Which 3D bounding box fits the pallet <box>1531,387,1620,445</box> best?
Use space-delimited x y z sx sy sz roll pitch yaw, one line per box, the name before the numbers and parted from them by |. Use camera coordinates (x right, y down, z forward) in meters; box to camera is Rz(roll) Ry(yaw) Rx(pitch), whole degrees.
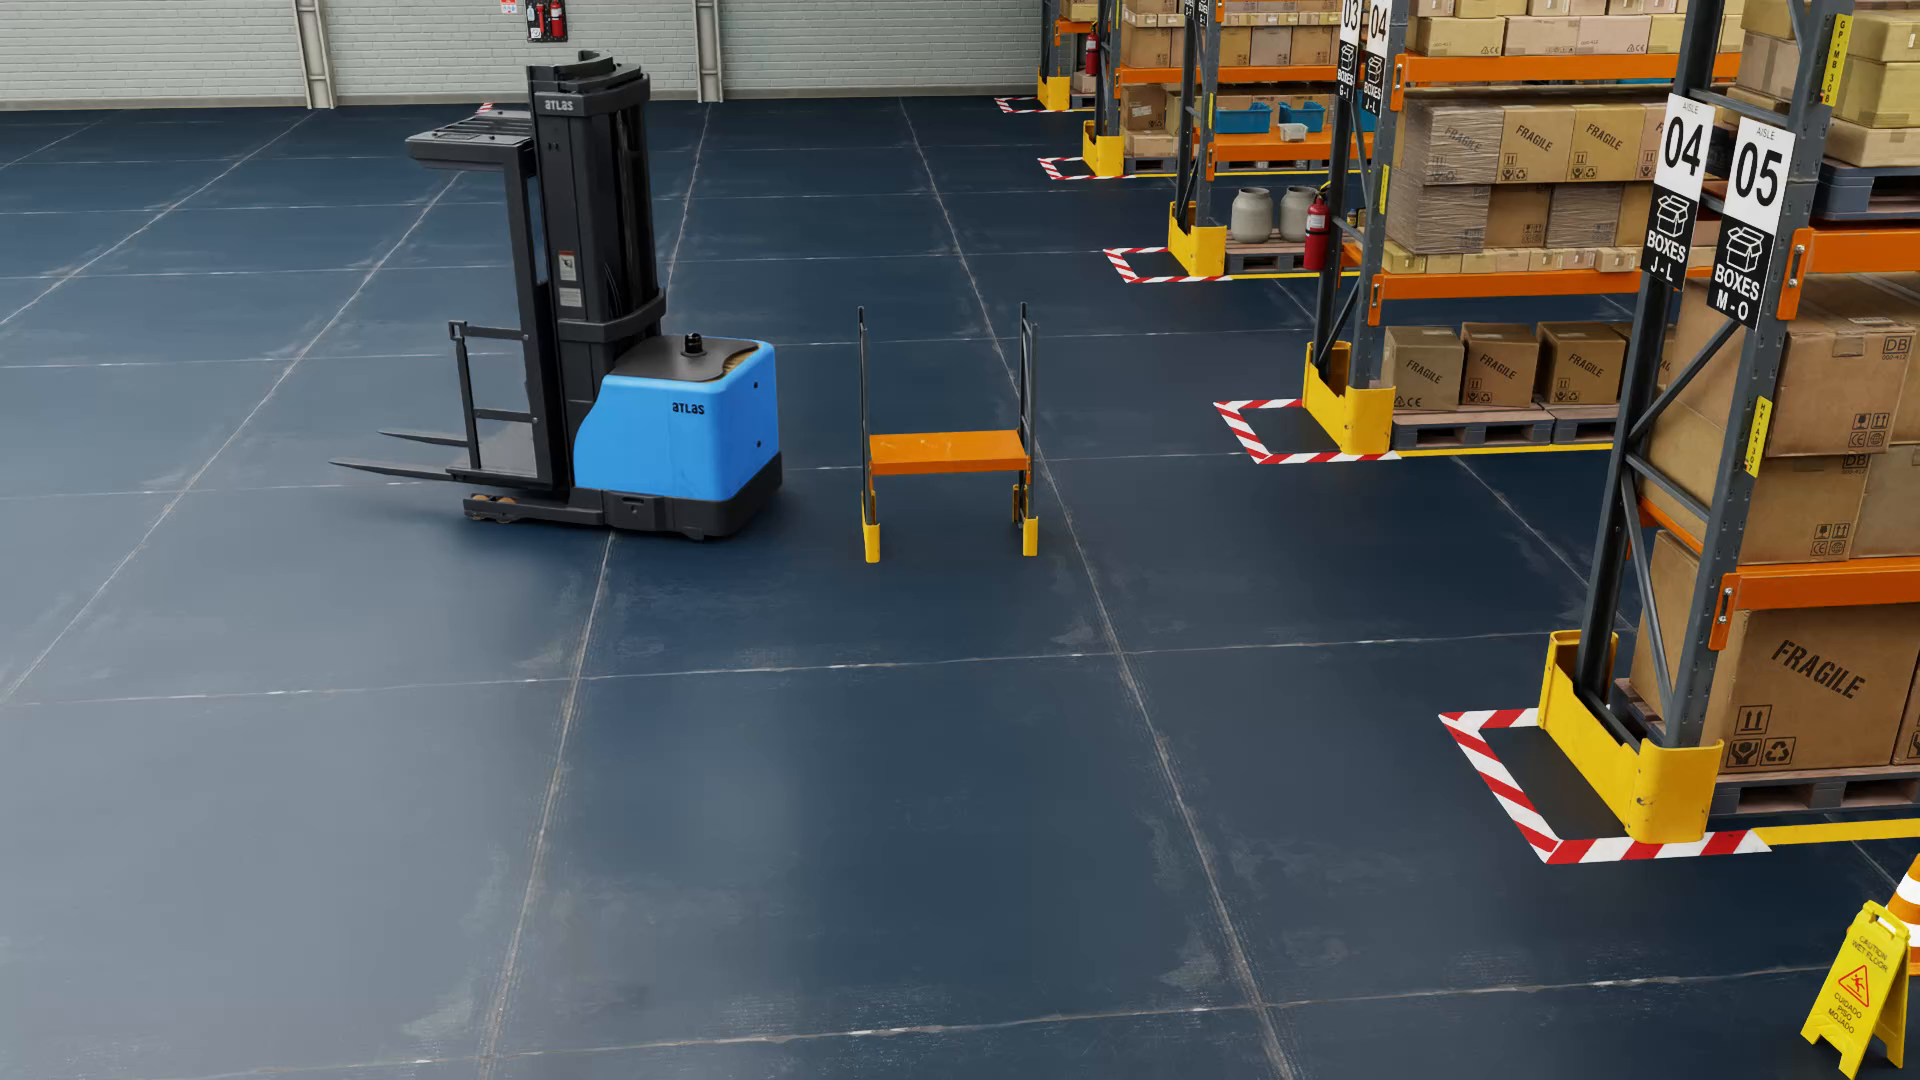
pallet | 4.950 -1.022 12.789 1.213 0.211 1.003 -2 24 -5

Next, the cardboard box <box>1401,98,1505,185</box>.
cardboard box | 3.425 -2.778 11.586 0.500 0.500 0.500 -2 24 -5

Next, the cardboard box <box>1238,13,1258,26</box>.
cardboard box | 3.575 -6.555 20.882 0.250 0.149 0.380 -3 24 -6

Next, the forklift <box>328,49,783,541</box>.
forklift | -2.795 -1.649 10.851 3.031 2.935 1.130 6 25 13

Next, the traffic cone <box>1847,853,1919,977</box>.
traffic cone | 3.906 1.494 6.820 0.334 0.463 0.336 -2 24 -5

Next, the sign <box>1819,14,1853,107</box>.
sign | 3.287 -1.800 6.240 0.005 0.325 0.100 -2 24 -5

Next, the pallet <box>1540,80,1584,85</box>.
pallet | 10.144 -7.280 26.869 1.213 0.211 1.003 -2 24 -5

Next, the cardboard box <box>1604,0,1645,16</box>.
cardboard box | 4.446 -3.667 11.309 0.250 0.149 0.380 -3 24 -8

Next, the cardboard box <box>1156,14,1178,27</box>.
cardboard box | 2.556 -6.514 20.790 0.250 0.149 0.380 -3 24 -7

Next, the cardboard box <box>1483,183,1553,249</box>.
cardboard box | 3.887 -2.488 12.166 0.500 0.500 0.875 -2 24 -5

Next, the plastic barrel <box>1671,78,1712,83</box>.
plastic barrel | 7.319 -4.401 16.790 0.433 0.535 0.433 0 24 0

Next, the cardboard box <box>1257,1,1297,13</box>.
cardboard box | 3.923 -6.949 20.972 0.500 0.500 0.700 -2 24 -5

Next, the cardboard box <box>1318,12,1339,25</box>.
cardboard box | 4.600 -6.596 20.975 0.250 0.149 0.380 -2 24 -5

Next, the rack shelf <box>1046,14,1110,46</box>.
rack shelf | 3.381 -7.985 25.907 4.000 0.370 1.077 -2 24 -5

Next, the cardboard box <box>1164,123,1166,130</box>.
cardboard box | 2.882 -5.333 21.923 0.500 0.250 0.500 -2 24 -5

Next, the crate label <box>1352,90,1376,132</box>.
crate label | 4.170 -4.428 16.976 0.616 0.435 0.502 -2 24 -5

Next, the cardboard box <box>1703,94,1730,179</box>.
cardboard box | 5.416 -2.856 11.763 0.500 0.500 0.500 -2 24 -5

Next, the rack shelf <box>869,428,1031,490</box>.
rack shelf | -0.085 -0.518 10.511 1.000 0.185 0.538 -2 24 -5

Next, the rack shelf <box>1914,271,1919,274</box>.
rack shelf | 8.822 -2.138 12.753 4.000 0.370 1.077 -2 24 -5

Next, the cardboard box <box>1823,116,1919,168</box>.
cardboard box | 3.611 -1.596 6.624 0.250 0.149 0.380 -2 24 -5

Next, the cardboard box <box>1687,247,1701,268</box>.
cardboard box | 5.153 -2.091 12.070 0.250 0.149 0.380 -2 24 -5

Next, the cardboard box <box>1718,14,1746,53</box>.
cardboard box | 5.377 -3.526 11.482 0.500 0.250 0.500 -2 24 -6

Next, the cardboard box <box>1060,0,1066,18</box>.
cardboard box | 1.837 -8.271 25.826 0.500 0.250 0.500 -2 24 -4

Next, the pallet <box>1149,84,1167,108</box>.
pallet | 3.490 -7.028 26.302 1.213 0.211 1.003 -2 24 -5

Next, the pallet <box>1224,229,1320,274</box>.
pallet | 3.245 -3.007 17.256 1.213 0.211 1.003 -2 24 -5

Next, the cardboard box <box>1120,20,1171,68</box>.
cardboard box | 2.347 -6.291 21.087 0.500 0.500 0.700 -2 24 -5

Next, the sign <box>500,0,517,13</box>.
sign | -6.992 -8.324 25.742 0.234 0.329 0.001 -2 24 -5

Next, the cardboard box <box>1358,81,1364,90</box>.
cardboard box | 5.370 -5.777 22.000 0.500 0.500 0.500 -2 24 -5

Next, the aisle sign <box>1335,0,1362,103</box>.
aisle sign | 2.760 -3.534 11.807 0.004 0.787 0.394 -2 24 -5

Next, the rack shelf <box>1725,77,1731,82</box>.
rack shelf | 11.833 -6.302 22.121 4.000 0.370 1.077 -2 24 -5

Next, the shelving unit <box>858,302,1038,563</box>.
shelving unit | -0.076 -0.682 10.439 1.083 1.500 0.587 -2 24 -5

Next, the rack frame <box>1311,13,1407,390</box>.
rack frame | 2.851 -2.227 12.068 0.127 3.000 1.000 -2 24 -5

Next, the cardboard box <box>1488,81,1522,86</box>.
cardboard box | 8.641 -7.562 26.606 0.500 0.500 0.700 -2 24 -4

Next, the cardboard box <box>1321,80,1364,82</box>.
cardboard box | 6.102 -7.488 26.440 0.500 0.500 0.700 -1 24 -3

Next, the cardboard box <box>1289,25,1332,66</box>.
cardboard box | 4.397 -6.375 21.276 0.500 0.500 0.700 -2 24 -4

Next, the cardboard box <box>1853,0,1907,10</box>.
cardboard box | 3.789 -2.236 7.083 0.250 0.149 0.380 -2 24 -5

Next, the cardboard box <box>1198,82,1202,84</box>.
cardboard box | 3.778 -7.236 26.305 0.250 0.149 0.380 -4 24 -9

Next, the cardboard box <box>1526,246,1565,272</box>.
cardboard box | 4.156 -2.059 11.999 0.250 0.149 0.380 -2 24 -5

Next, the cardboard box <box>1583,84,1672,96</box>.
cardboard box | 4.868 -3.046 12.189 0.500 0.500 0.500 -2 24 -5

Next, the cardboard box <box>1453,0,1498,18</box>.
cardboard box | 3.416 -3.600 11.158 0.250 0.149 0.380 -2 24 -4

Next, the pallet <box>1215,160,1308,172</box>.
pallet | 3.850 -5.052 21.857 1.213 0.211 1.003 -2 24 -5

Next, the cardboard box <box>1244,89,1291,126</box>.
cardboard box | 3.930 -5.500 21.376 0.500 0.500 0.500 -2 24 -5

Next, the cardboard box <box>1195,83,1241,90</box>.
cardboard box | 3.380 -5.697 21.820 0.500 0.500 0.500 -2 24 -5

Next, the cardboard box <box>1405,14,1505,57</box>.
cardboard box | 3.356 -3.444 11.297 0.500 0.250 0.500 -2 24 -4

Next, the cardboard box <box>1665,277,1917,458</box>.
cardboard box | 3.611 -0.780 7.297 0.550 0.550 0.875 -2 24 -5

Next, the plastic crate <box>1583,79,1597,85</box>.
plastic crate | 6.797 -4.561 17.240 0.583 0.464 0.402 -2 24 -5

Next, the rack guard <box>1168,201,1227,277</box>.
rack guard | 2.436 -3.109 17.129 0.348 0.500 1.175 -2 24 -5

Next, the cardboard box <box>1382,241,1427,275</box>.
cardboard box | 3.158 -2.028 11.928 0.250 0.149 0.380 -2 24 -5

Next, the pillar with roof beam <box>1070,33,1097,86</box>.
pillar with roof beam | 2.426 -9.613 21.298 0.400 9.000 9.100 -2 24 -5

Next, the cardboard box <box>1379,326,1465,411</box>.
cardboard box | 3.474 -1.295 12.531 0.500 0.500 0.500 2 24 5

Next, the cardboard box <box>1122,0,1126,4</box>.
cardboard box | 2.388 -8.430 25.260 0.500 0.500 0.500 -2 24 -5
